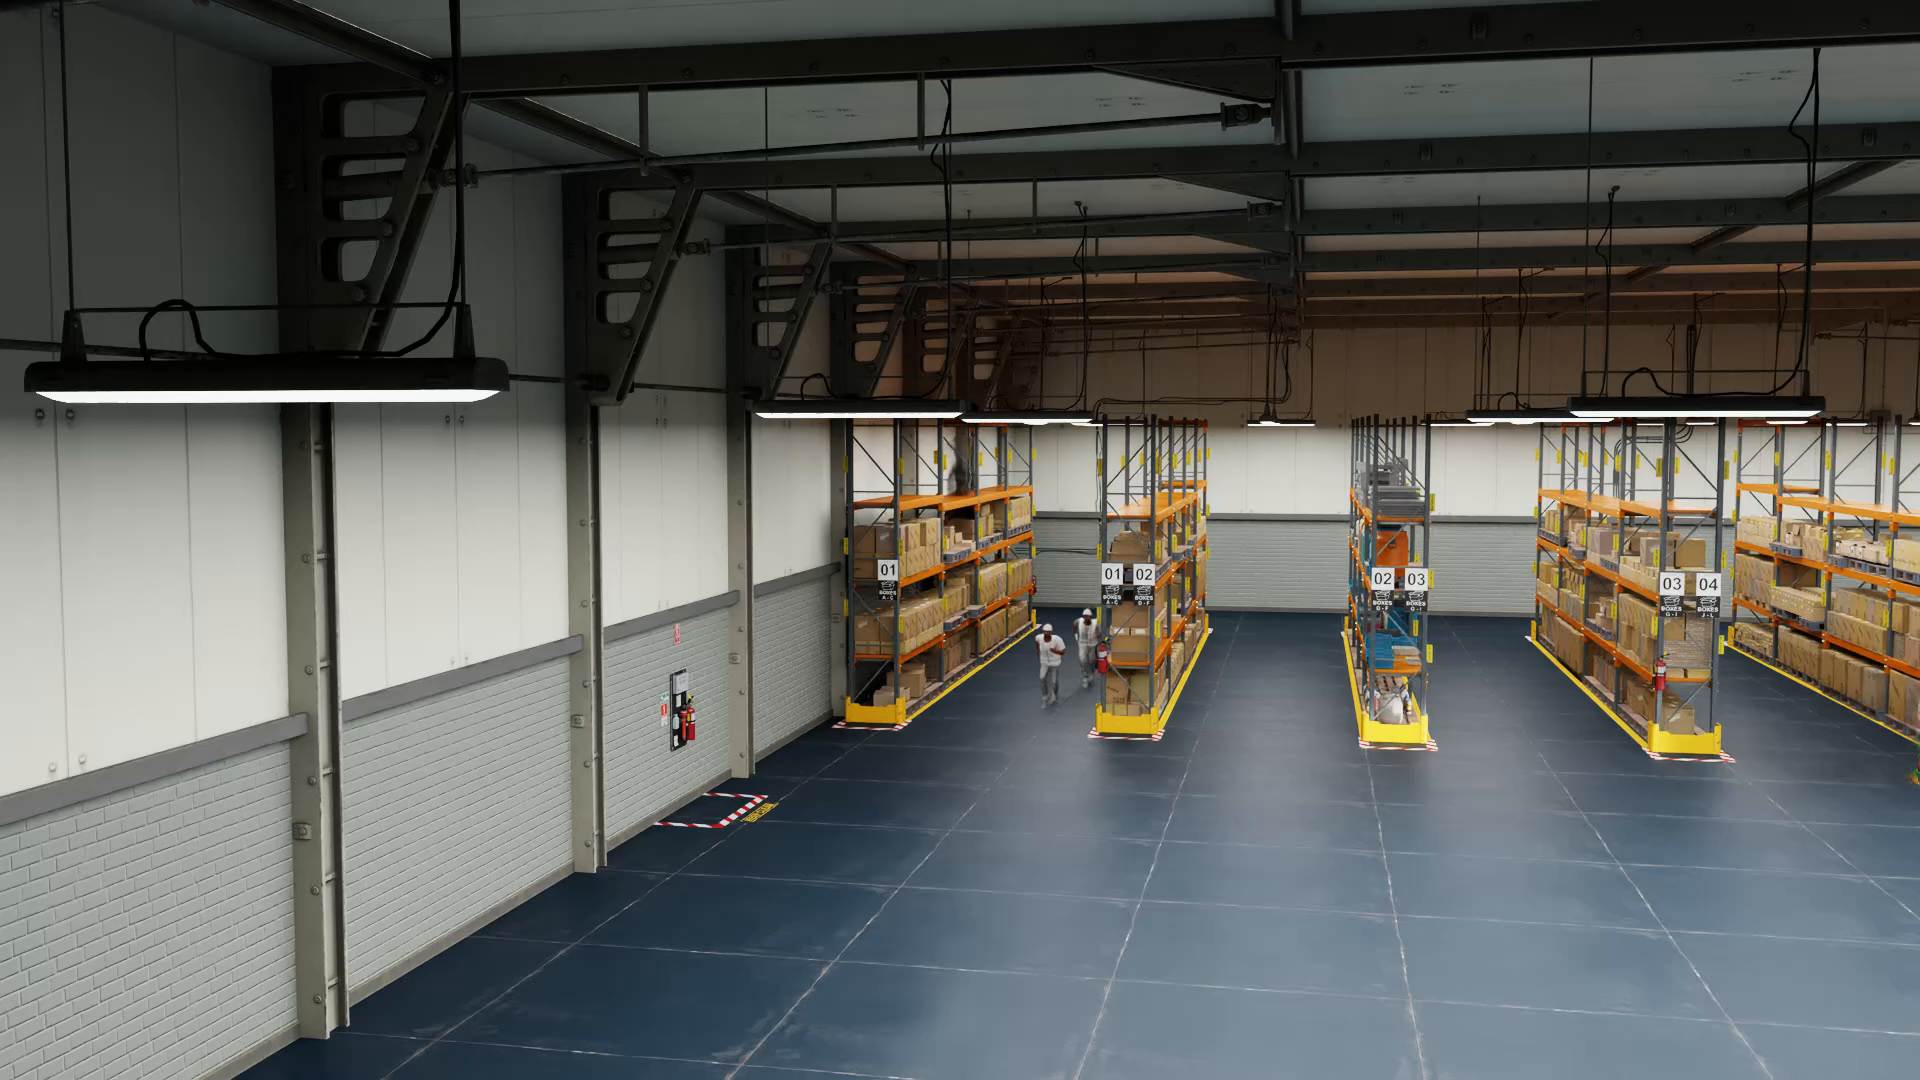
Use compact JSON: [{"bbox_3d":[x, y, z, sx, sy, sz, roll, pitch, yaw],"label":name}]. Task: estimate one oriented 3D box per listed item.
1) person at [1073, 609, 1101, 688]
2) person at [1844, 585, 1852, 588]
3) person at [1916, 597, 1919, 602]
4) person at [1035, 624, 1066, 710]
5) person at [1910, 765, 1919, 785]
[{"bbox_3d":[2.875,2.403,37.195,0.701,1.788,0.965,1,4,11],"label":"person"},{"bbox_3d":[22.421,2.098,41.949,0.640,1.739,0.908,0,4,2],"label":"person"},{"bbox_3d":[25.528,1.960,44.121,0.545,1.651,0.609,0,4,4],"label":"person"},{"bbox_3d":[1.866,2.585,34.266,0.689,1.767,0.957,1,4,13],"label":"person"},{"bbox_3d":[15.673,3.101,26.357,0.898,1.775,0.766,-1,4,-21],"label":"person"}]
